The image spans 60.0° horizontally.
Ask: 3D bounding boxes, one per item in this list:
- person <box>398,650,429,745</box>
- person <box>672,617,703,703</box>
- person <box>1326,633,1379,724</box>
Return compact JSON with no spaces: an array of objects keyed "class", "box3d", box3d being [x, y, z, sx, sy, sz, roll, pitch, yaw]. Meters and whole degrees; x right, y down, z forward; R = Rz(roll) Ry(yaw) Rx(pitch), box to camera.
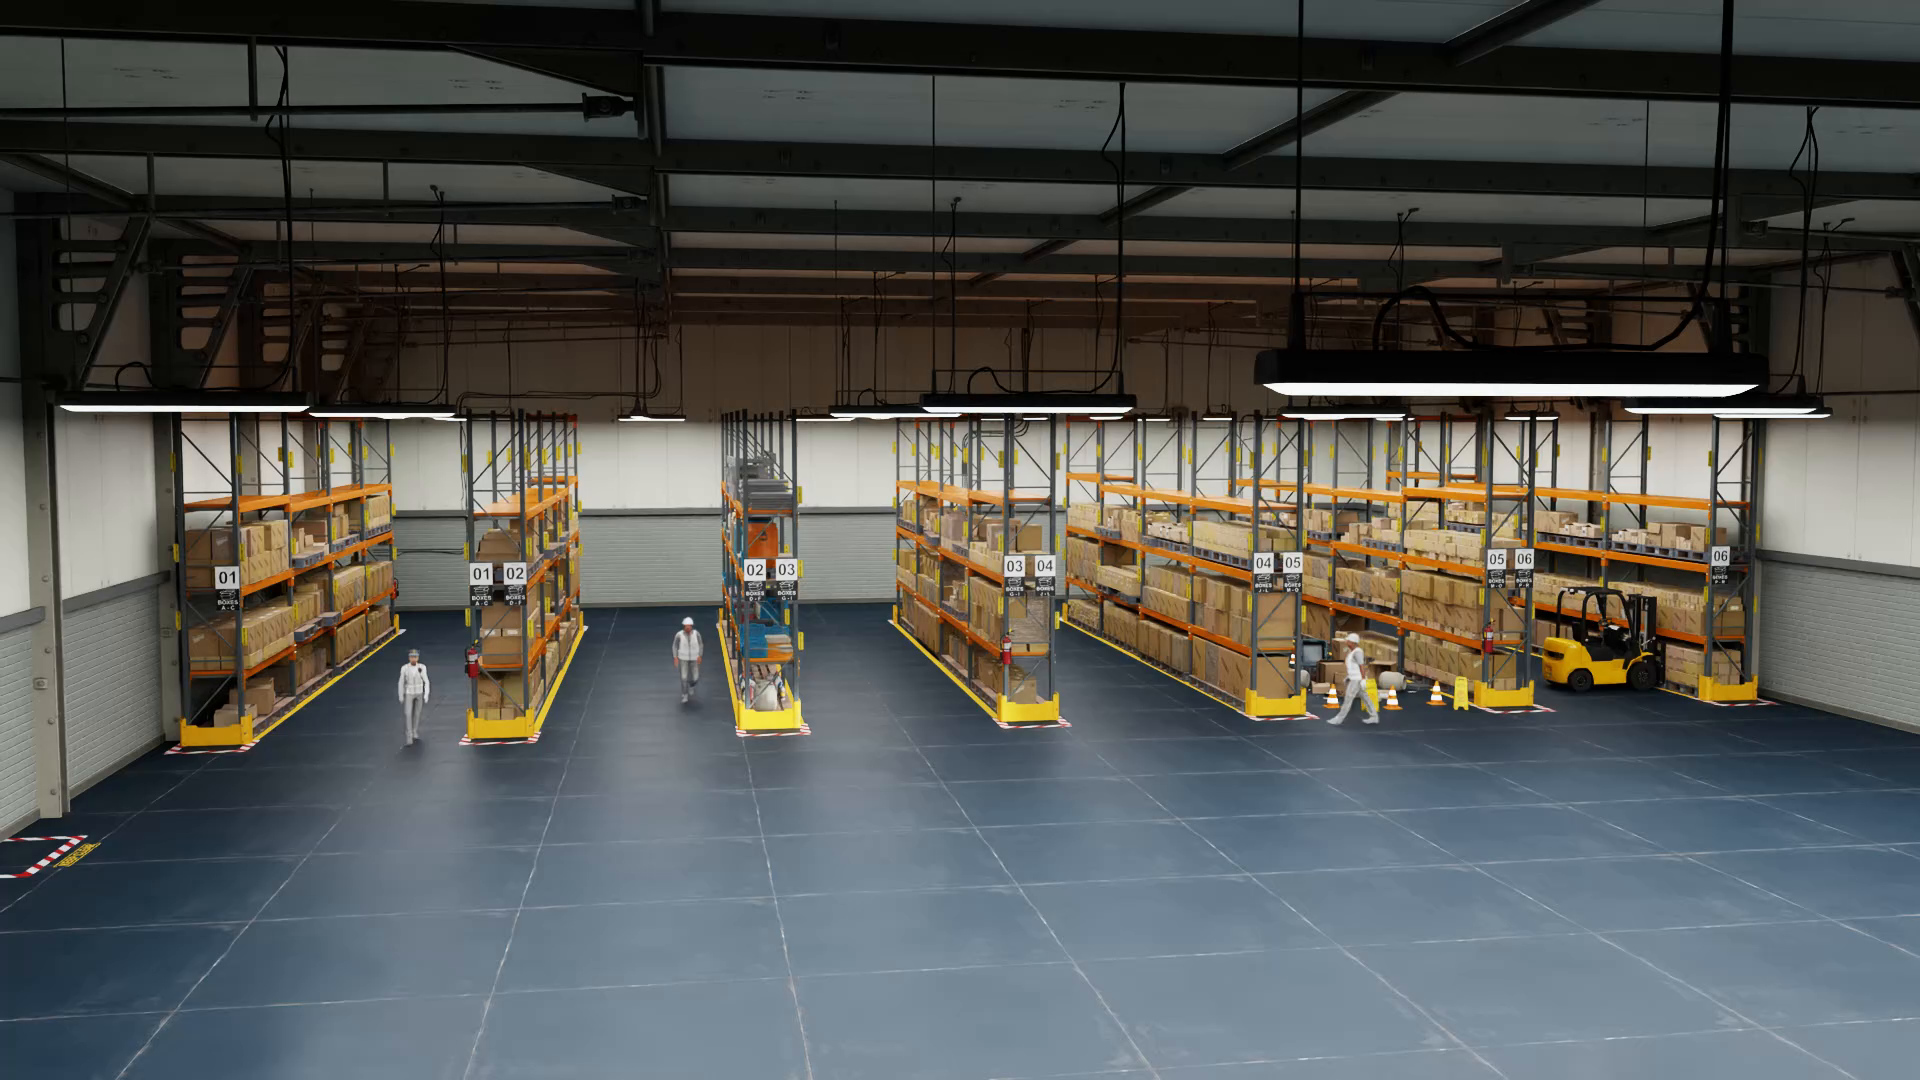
[{"class":"person","box3d":[-9.827,2.790,29.973,0.510,1.645,0.867,-2,5,-30]},{"class":"person","box3d":[-5.643,2.456,34.422,0.624,1.754,0.638,-1,4,-17]},{"class":"person","box3d":[7.462,2.629,31.591,1.012,1.717,0.618,0,4,4]}]
